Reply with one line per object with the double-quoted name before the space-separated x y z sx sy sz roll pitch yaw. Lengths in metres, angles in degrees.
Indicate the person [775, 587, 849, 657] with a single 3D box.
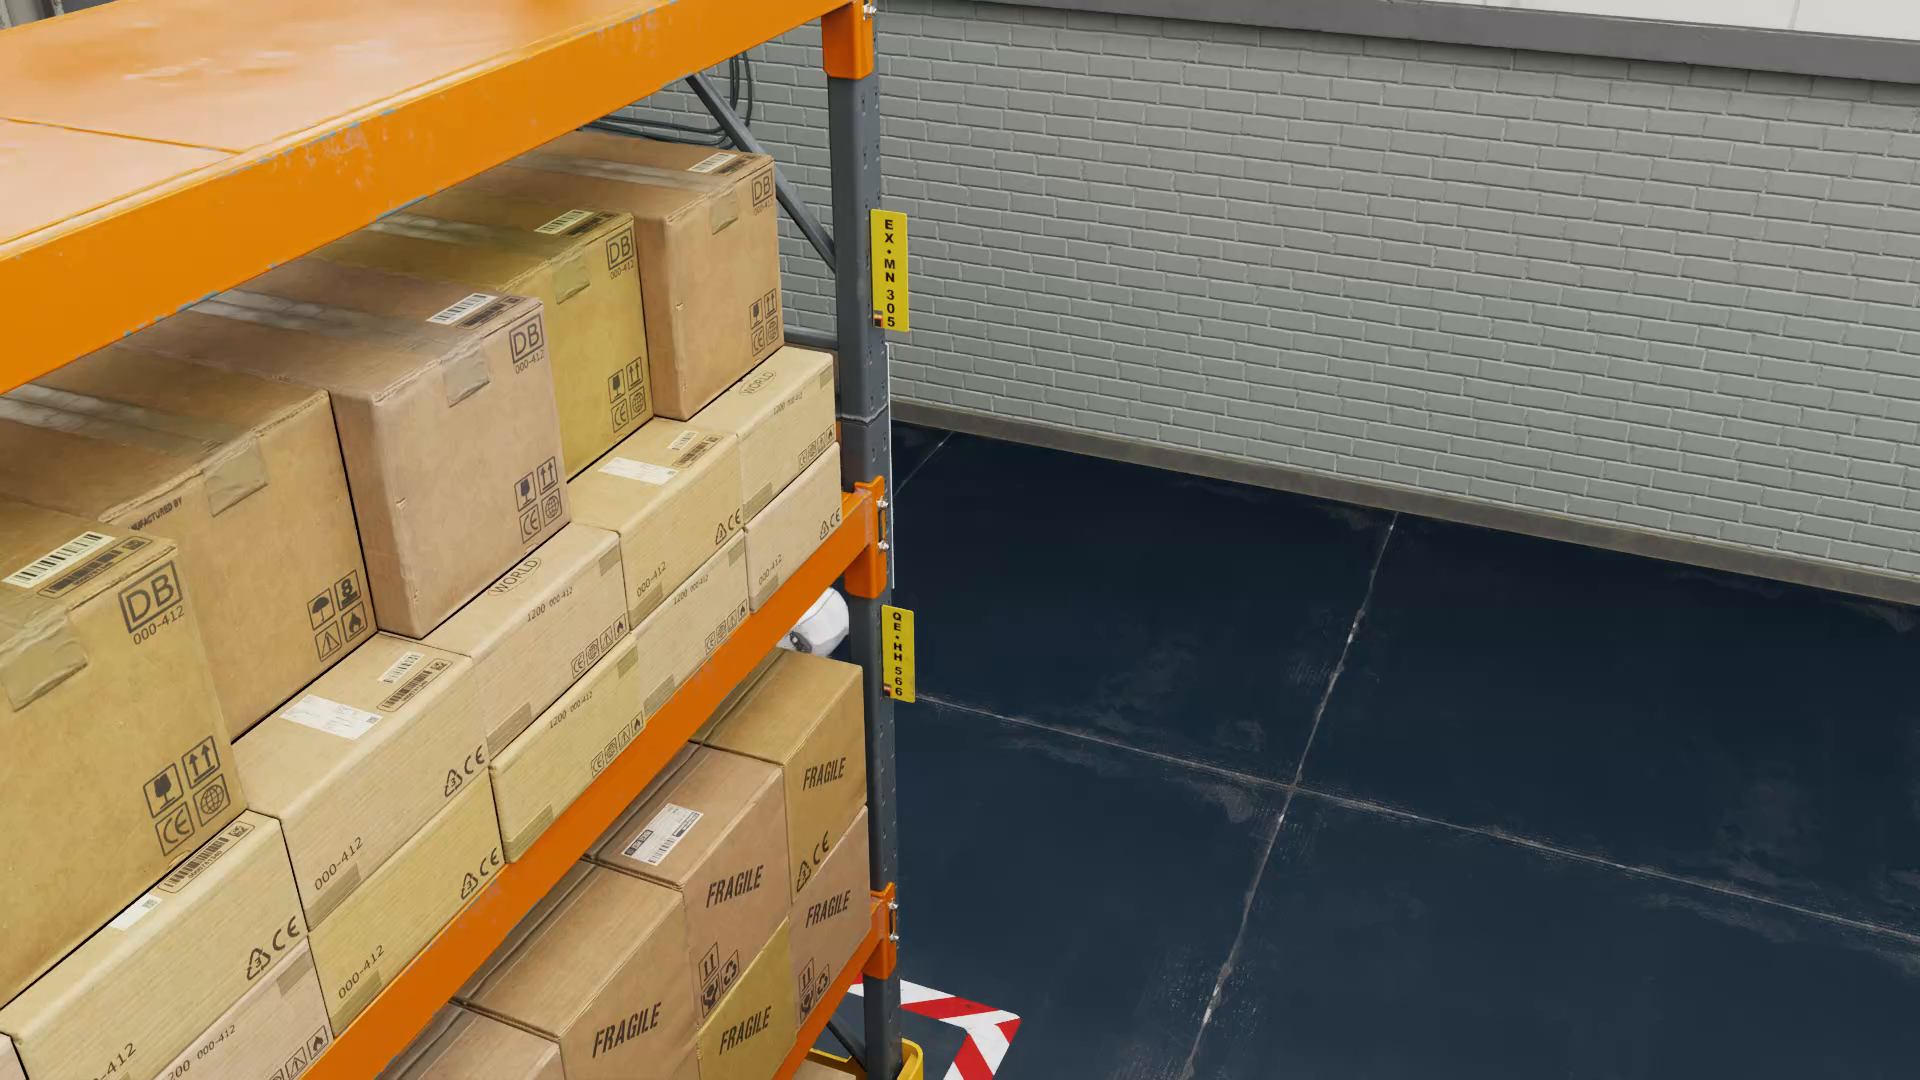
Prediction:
"person" -0.973 0.386 8.419 0.844 0.981 0.457 11 32 18
